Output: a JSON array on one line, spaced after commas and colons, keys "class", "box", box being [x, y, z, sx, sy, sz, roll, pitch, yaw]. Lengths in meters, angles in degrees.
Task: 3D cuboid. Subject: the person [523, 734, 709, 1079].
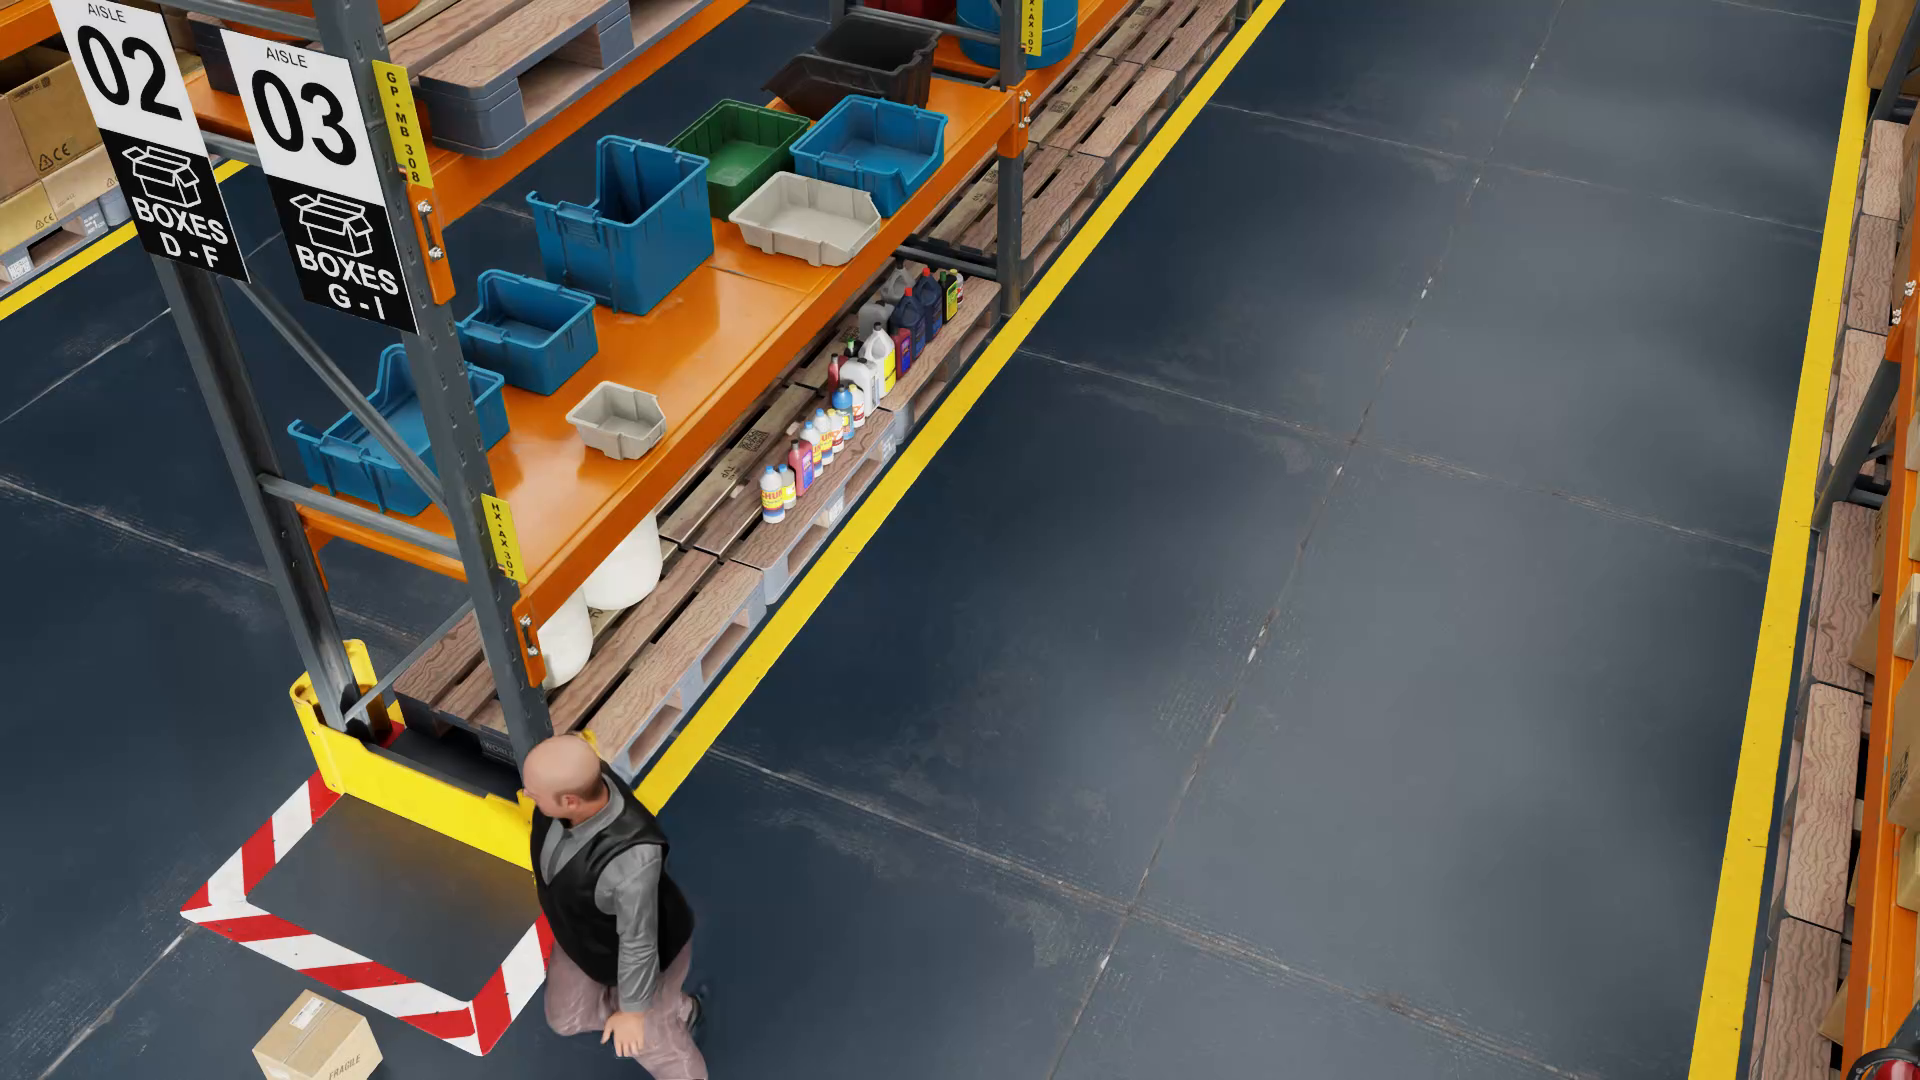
[{"class": "person", "box": [-0.990, 1.156, 4.857, 0.474, 1.720, 0.584, -33, 51, -31]}]
